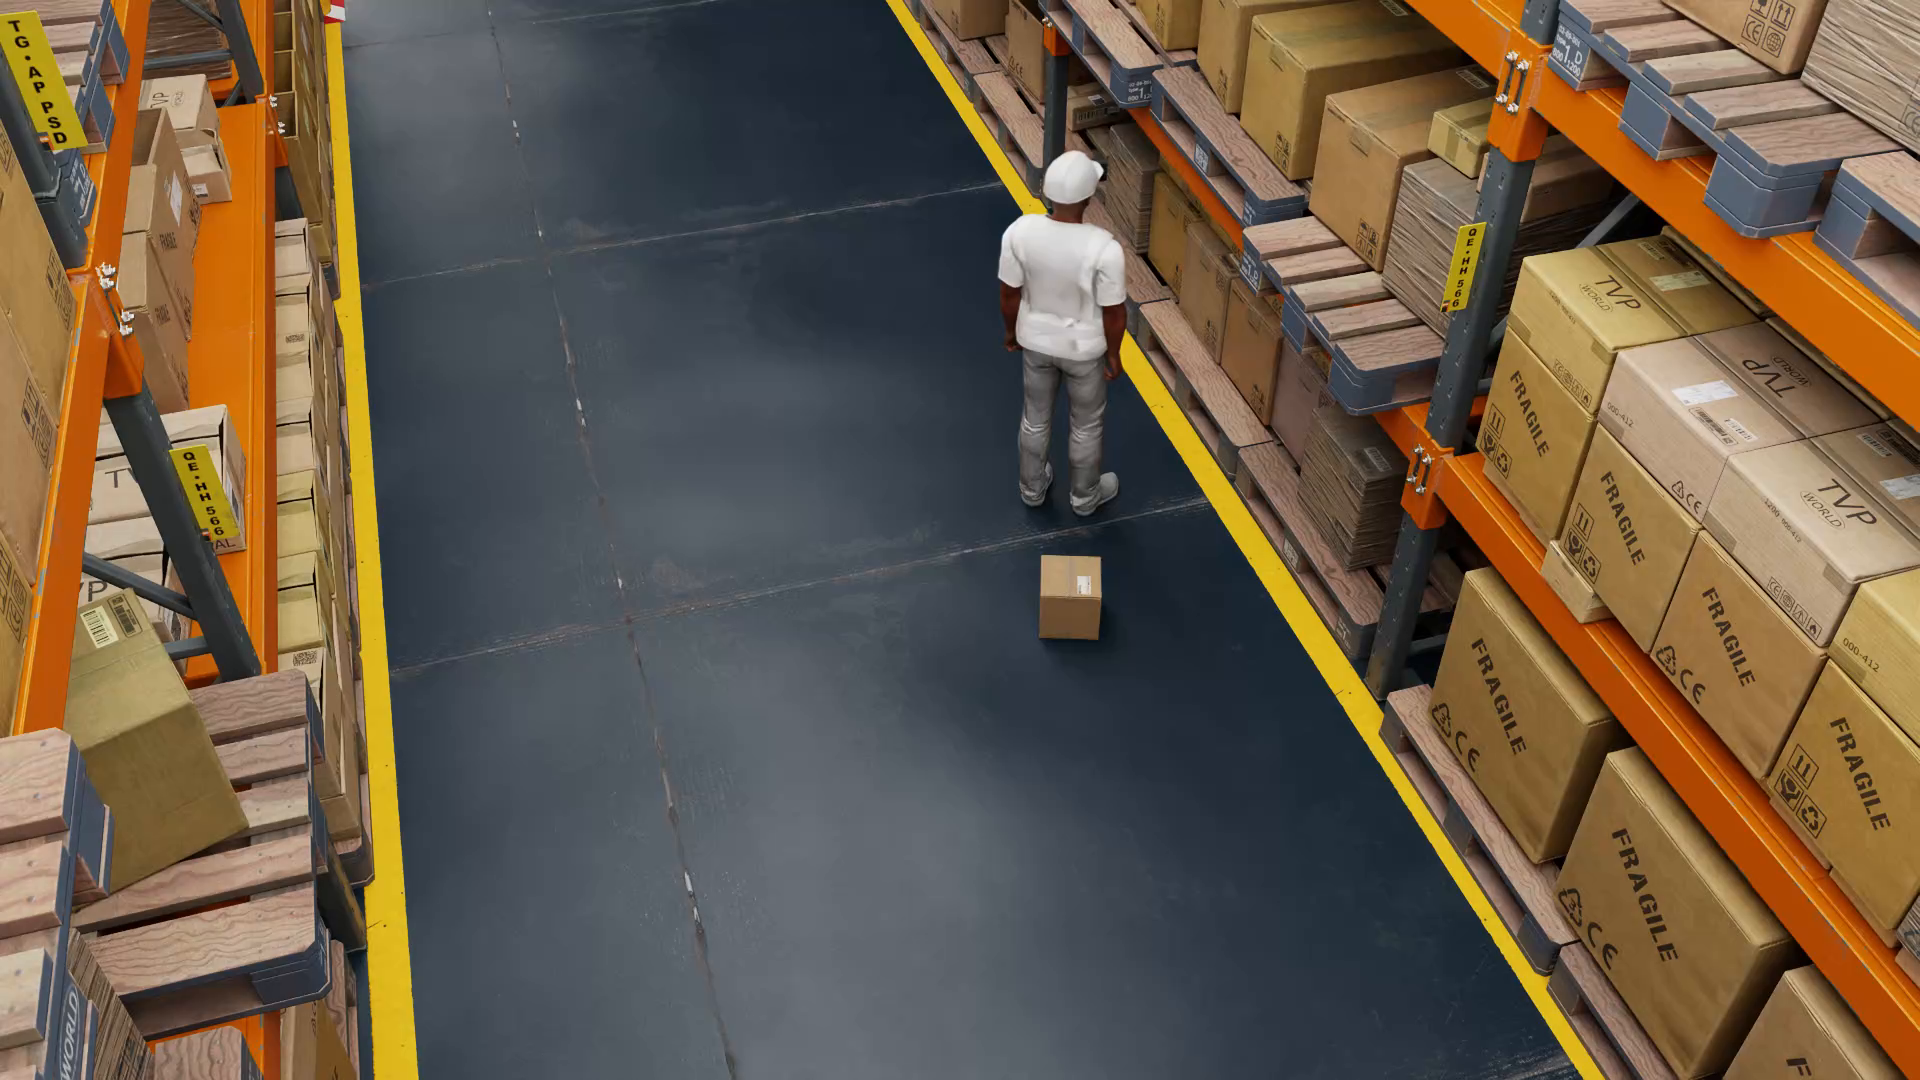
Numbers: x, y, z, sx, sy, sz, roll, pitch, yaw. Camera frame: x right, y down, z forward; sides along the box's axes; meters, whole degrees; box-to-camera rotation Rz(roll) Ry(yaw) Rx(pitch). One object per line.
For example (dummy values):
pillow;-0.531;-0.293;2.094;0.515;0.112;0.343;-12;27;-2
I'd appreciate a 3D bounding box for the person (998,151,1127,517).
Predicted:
person;0.451;-0.866;7.102;0.552;1.771;0.381;15;44;16
